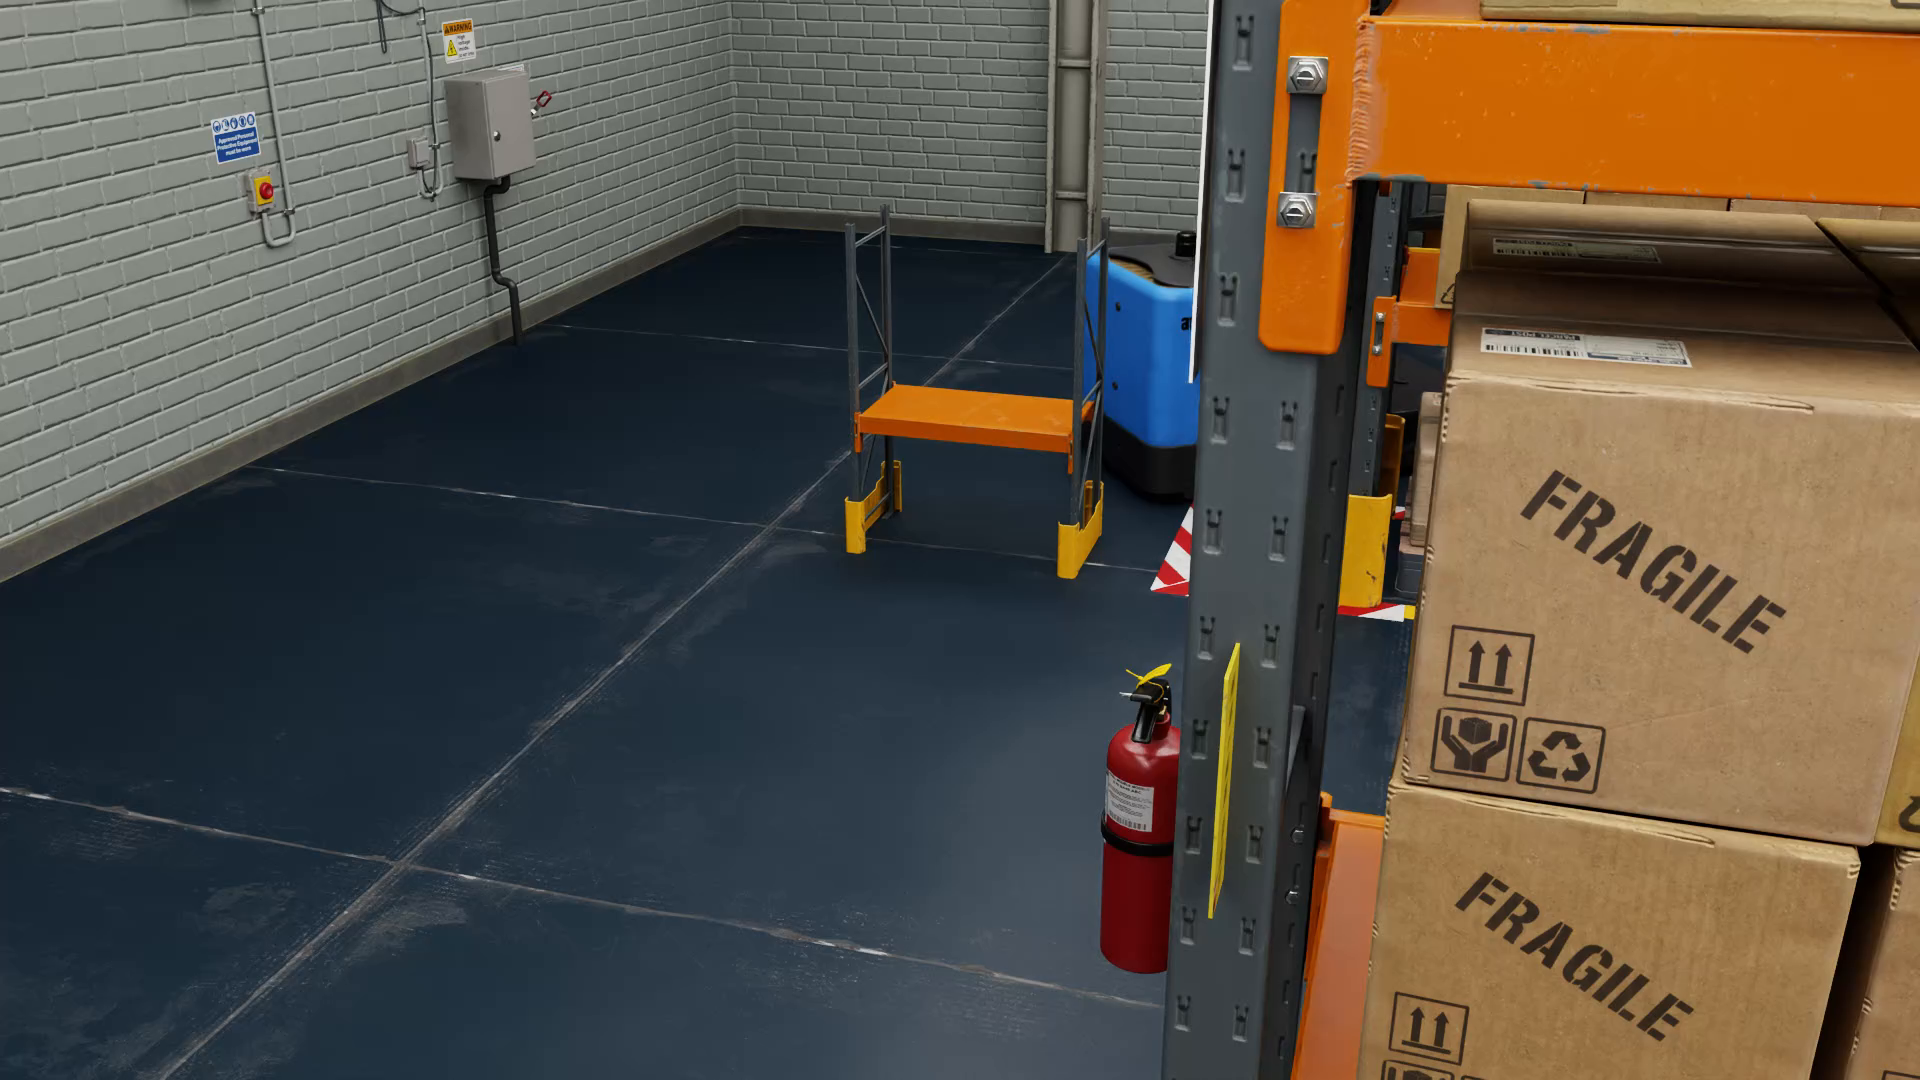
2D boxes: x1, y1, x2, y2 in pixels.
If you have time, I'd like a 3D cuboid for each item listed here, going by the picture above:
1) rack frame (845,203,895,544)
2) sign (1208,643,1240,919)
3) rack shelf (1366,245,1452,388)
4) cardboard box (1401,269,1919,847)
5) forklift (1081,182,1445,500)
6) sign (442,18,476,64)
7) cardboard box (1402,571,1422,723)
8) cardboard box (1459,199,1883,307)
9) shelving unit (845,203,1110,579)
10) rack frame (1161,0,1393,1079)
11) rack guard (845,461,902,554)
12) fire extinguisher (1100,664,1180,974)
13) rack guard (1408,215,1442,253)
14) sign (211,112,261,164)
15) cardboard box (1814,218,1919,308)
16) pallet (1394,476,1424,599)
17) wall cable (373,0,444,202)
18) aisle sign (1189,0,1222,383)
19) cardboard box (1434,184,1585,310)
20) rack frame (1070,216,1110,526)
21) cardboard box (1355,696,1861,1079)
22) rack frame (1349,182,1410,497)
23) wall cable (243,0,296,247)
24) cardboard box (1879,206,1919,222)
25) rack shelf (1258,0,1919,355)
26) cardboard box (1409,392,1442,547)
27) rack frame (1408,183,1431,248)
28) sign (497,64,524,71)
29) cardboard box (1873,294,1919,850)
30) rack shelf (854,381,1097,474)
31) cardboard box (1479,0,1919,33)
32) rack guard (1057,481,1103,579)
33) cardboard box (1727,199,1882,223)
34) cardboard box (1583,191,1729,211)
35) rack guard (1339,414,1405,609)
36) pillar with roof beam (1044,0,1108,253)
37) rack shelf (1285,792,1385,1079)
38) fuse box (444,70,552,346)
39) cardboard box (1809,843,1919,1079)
[{"bbox_3d":[-0.405,-0.740,7.598,0.032,1.500,0.500,7,23,16],"label":"rack frame"},{"bbox_3d":[0.314,0.287,1.976,0.005,0.325,0.100,7,23,16],"label":"sign"},{"bbox_3d":[3.719,-0.767,6.635,4.000,0.370,1.077,7,23,16],"label":"rack shelf"},{"bbox_3d":[0.824,-0.010,2.001,0.500,0.500,0.500,6,23,15],"label":"cardboard box"},{"bbox_3d":[2.178,-1.882,8.496,3.031,2.935,1.130,-8,24,-18],"label":"forklift"},{"bbox_3d":[-3.069,-3.060,10.190,0.001,0.242,0.339,7,23,16],"label":"sign"},{"bbox_3d":[0.975,0.263,2.654,0.500,0.500,0.500,7,23,17],"label":"cardboard box"},{"bbox_3d":[0.981,-0.196,2.454,0.500,0.500,0.500,6,23,14],"label":"cardboard box"},{"bbox_3d":[0.073,-0.686,7.465,1.083,1.500,0.587,7,23,16],"label":"shelving unit"},{"bbox_3d":[0.470,0.492,2.618,0.053,2.616,0.949,7,23,16],"label":"rack frame"},{"bbox_3d":[-0.404,-0.162,7.835,0.087,0.250,0.587,7,23,16],"label":"rack guard"},{"bbox_3d":[0.363,0.504,3.183,0.183,0.674,0.296,7,23,16],"label":"fire extinguisher"},{"bbox_3d":[3.307,-1.958,11.884,0.348,0.500,1.175,7,23,16],"label":"rack guard"},{"bbox_3d":[-3.674,-2.043,8.441,0.001,0.218,0.327,7,23,16],"label":"sign"},{"bbox_3d":[1.466,-0.140,2.319,0.500,0.500,0.500,6,23,14],"label":"cardboard box"},{"bbox_3d":[2.592,0.031,7.418,1.213,0.211,1.003,7,23,16],"label":"pallet"},{"bbox_3d":[-3.203,-2.915,9.585,0.122,1.984,0.588,7,23,16],"label":"wall cable"},{"bbox_3d":[0.314,-0.611,1.882,0.004,0.787,0.394,7,23,16],"label":"aisle sign"},{"bbox_3d":[2.181,-1.208,6.631,0.500,0.500,0.500,6,23,15],"label":"cardboard box"},{"bbox_3d":[0.568,-0.629,7.327,0.032,1.500,0.500,7,23,16],"label":"rack frame"},{"bbox_3d":[0.821,0.456,2.181,0.500,0.500,0.500,8,24,18],"label":"cardboard box"},{"bbox_3d":[1.804,-1.319,7.033,0.127,3.000,1.000,7,23,16],"label":"rack frame"},{"bbox_3d":[-3.601,-2.413,8.320,0.123,1.953,0.585,7,23,16],"label":"wall cable"},{"bbox_3d":[3.639,-1.052,6.250,0.500,0.500,0.500,7,23,17],"label":"cardboard box"},{"bbox_3d":[2.386,-0.345,1.654,4.000,0.370,1.077,7,23,16],"label":"rack shelf"},{"bbox_3d":[2.465,-0.292,7.351,0.875,0.438,0.875,6,23,14],"label":"cardboard box"},{"bbox_3d":[3.234,-3.123,11.430,0.127,3.000,1.000,7,23,16],"label":"rack frame"},{"bbox_3d":[-2.910,-2.834,10.851,0.001,0.494,0.329,7,23,16],"label":"sign"},{"bbox_3d":[1.309,0.043,1.872,0.500,0.500,0.500,7,23,17],"label":"cardboard box"},{"bbox_3d":[0.082,-0.518,7.531,1.000,0.185,0.538,7,23,16],"label":"rack shelf"},{"bbox_3d":[0.827,-0.686,1.734,0.500,0.250,0.500,7,23,17],"label":"cardboard box"},{"bbox_3d":[0.550,-0.053,7.569,0.087,0.250,0.587,7,23,16],"label":"rack guard"},{"bbox_3d":[3.155,-1.101,6.369,0.500,0.500,0.500,6,23,15],"label":"cardboard box"},{"bbox_3d":[2.673,-1.163,6.521,0.500,0.500,0.500,6,23,15],"label":"cardboard box"},{"bbox_3d":[1.781,-0.165,7.514,0.348,0.500,1.175,7,23,16],"label":"rack guard"},{"bbox_3d":[-0.330,-4.957,7.998,0.400,9.000,9.100,7,23,16],"label":"pillar with roof beam"},{"bbox_3d":[2.386,1.043,2.223,4.000,0.370,1.077,7,23,16],"label":"rack shelf"},{"bbox_3d":[-2.855,-2.080,10.585,0.414,1.711,0.539,7,23,16],"label":"fuse box"},{"bbox_3d":[1.341,0.506,2.061,0.500,0.500,0.500,7,23,16],"label":"cardboard box"}]
